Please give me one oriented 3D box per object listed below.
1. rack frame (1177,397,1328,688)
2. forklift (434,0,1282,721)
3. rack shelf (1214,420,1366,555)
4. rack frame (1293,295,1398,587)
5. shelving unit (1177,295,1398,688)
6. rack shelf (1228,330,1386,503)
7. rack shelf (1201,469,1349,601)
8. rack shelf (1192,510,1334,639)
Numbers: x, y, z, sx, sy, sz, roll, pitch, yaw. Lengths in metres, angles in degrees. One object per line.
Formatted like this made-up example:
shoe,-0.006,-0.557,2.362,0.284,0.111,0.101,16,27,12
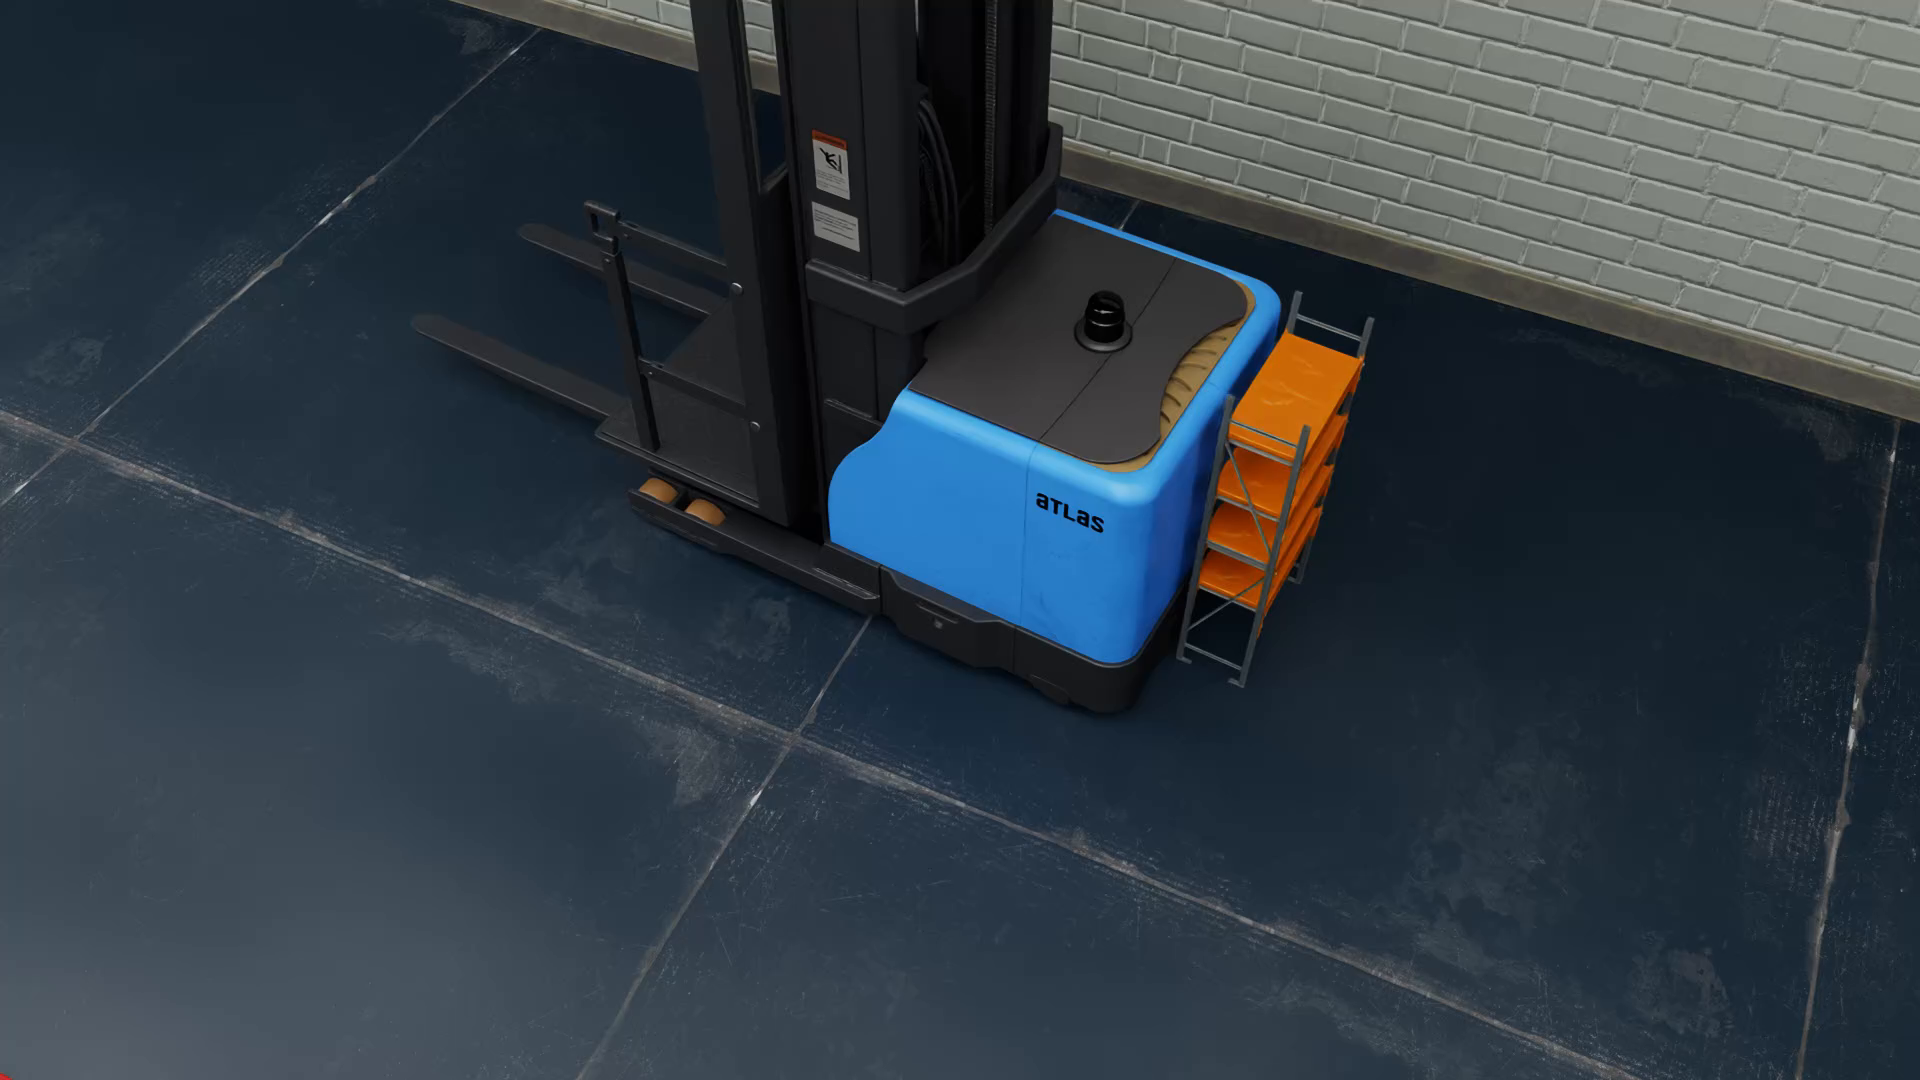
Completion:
rack frame,0.842,0.045,4.914,0.240,1.200,0.015,27,55,17
forklift,-0.531,-1.282,4.916,3.031,2.935,1.130,27,55,21
rack shelf,0.979,-0.210,4.927,0.258,0.148,0.480,27,55,17
rack frame,1.100,-0.271,5.183,0.240,1.200,0.015,27,55,17
shelving unit,0.971,-0.113,5.049,0.258,1.200,0.503,27,55,17
rack shelf,0.991,-0.358,4.742,0.258,0.148,0.480,27,55,17
rack shelf,0.968,-0.071,5.101,0.258,0.148,0.480,27,55,17
rack shelf,0.958,0.053,5.256,0.258,0.148,0.480,27,55,17
